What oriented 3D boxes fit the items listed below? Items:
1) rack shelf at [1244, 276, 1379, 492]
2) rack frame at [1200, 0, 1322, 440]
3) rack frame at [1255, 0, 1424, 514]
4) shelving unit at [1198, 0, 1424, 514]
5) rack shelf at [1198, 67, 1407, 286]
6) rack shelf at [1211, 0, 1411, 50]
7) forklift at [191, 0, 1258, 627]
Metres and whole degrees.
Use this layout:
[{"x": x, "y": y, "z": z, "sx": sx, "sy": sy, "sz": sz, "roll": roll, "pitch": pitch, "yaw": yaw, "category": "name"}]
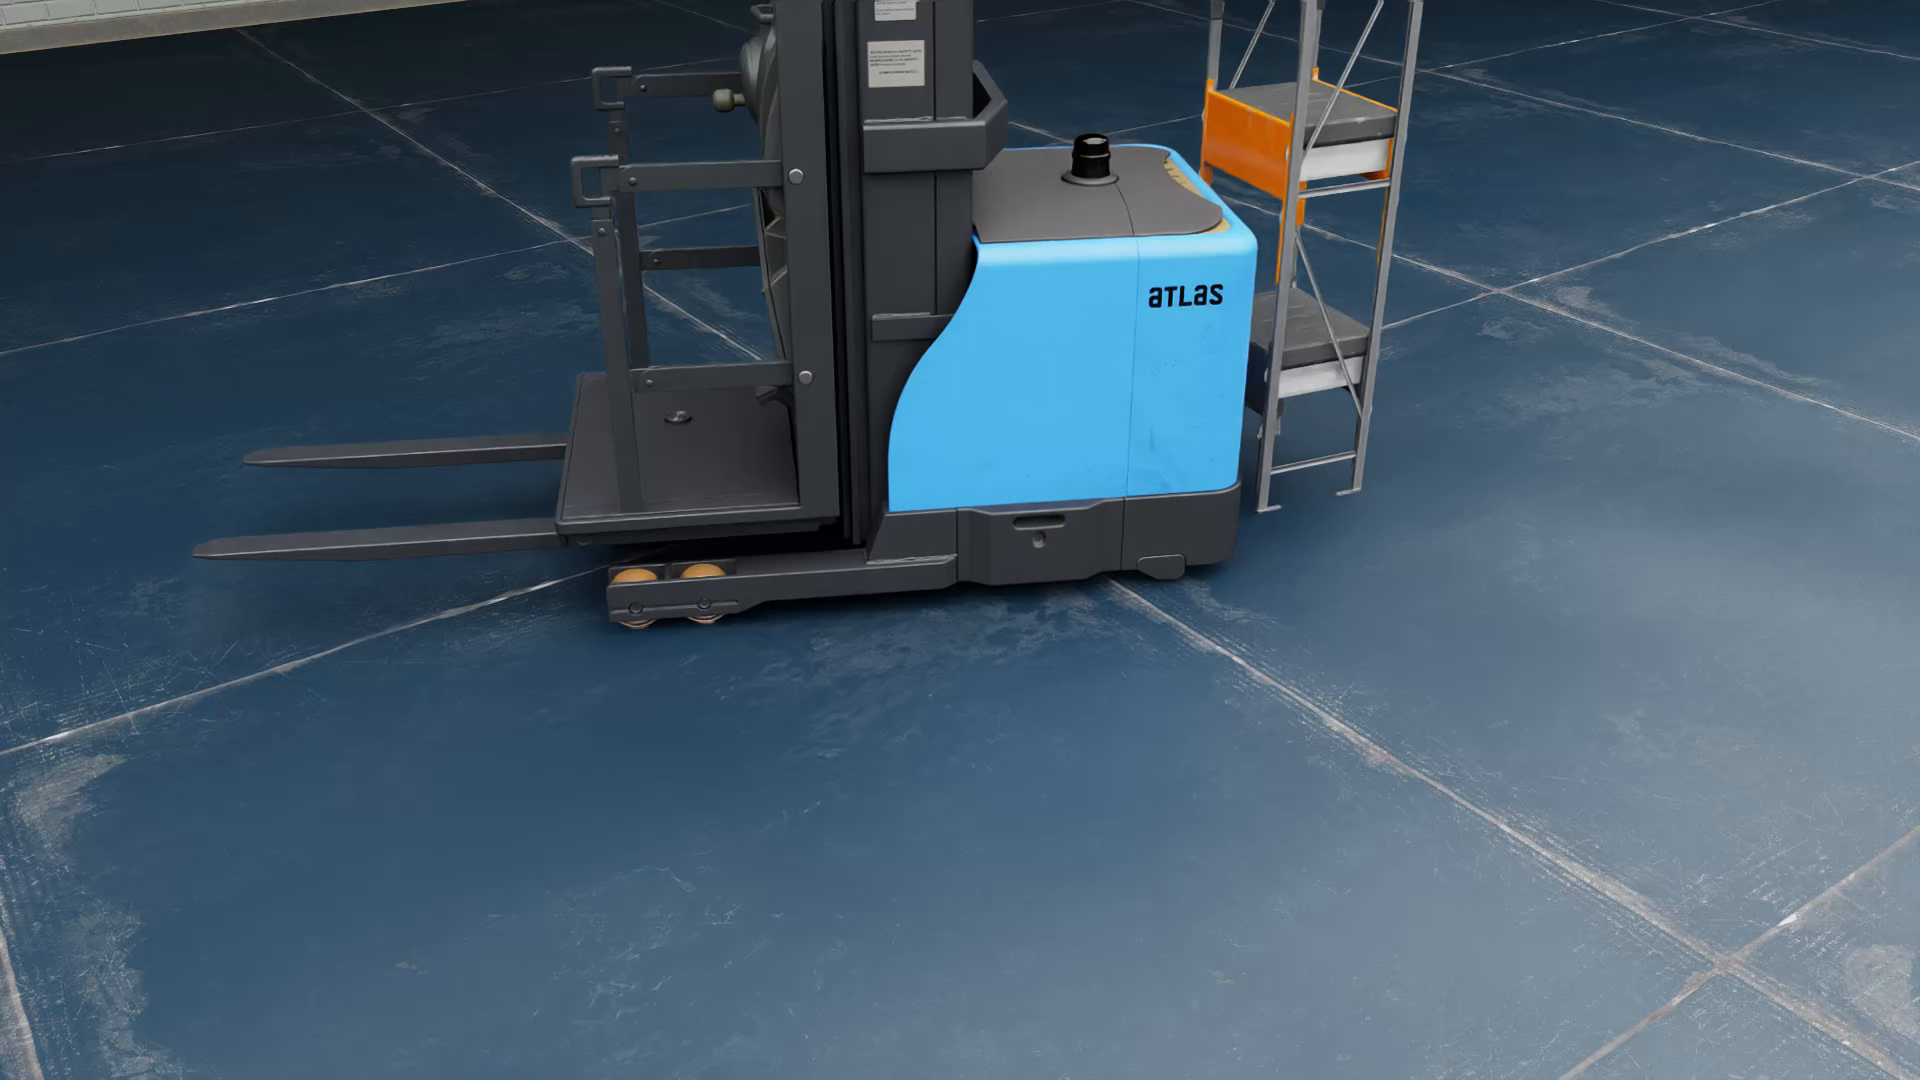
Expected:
[{"x": 1.051, "y": -0.527, "z": 5.515, "sx": 0.431, "sy": 0.518, "sz": 0.480, "roll": -12, "pitch": 31, "yaw": -20, "category": "rack shelf"}, {"x": 0.954, "y": -1.261, "z": 5.371, "sx": 0.400, "sy": 2.100, "sz": 0.015, "roll": -12, "pitch": 31, "yaw": -20, "category": "rack frame"}, {"x": 1.148, "y": -1.047, "z": 4.978, "sx": 0.400, "sy": 2.100, "sz": 0.015, "roll": -12, "pitch": 31, "yaw": -20, "category": "rack frame"}, {"x": 1.051, "y": -1.154, "z": 5.174, "sx": 0.431, "sy": 2.100, "sz": 0.503, "roll": -12, "pitch": 31, "yaw": -20, "category": "shelving unit"}, {"x": 1.051, "y": -1.142, "z": 5.181, "sx": 0.431, "sy": 0.518, "sz": 0.480, "roll": -12, "pitch": 31, "yaw": -20, "category": "rack shelf"}, {"x": 1.051, "y": -1.757, "z": 4.847, "sx": 0.431, "sy": 0.518, "sz": 0.480, "roll": -12, "pitch": 31, "yaw": -20, "category": "rack shelf"}, {"x": -0.722, "y": -1.306, "z": 4.583, "sx": 3.031, "sy": 2.935, "sz": 1.130, "roll": -4, "pitch": 29, "yaw": -7, "category": "forklift"}]
